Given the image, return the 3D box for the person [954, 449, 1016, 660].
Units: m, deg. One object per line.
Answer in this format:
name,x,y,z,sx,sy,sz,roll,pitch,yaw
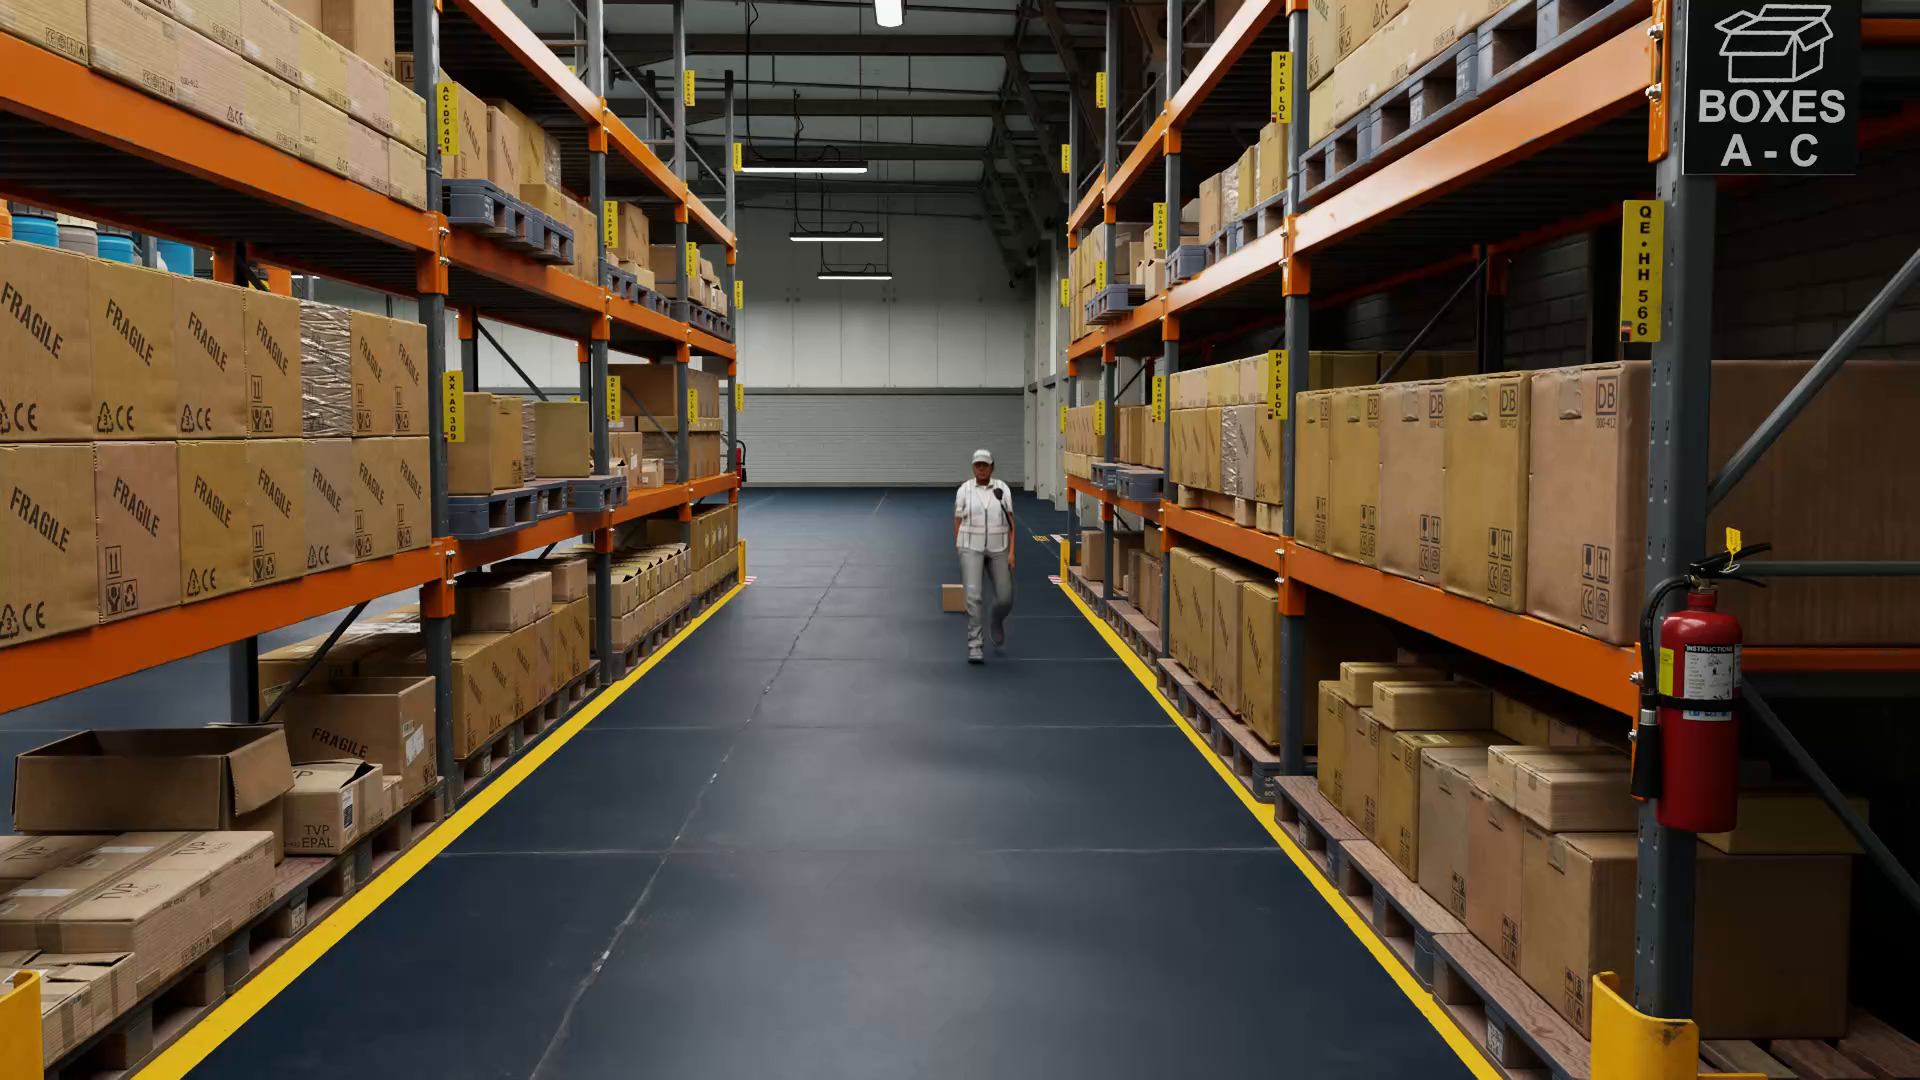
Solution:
person,0.193,0.099,13.231,0.477,1.645,0.690,0,4,-5
